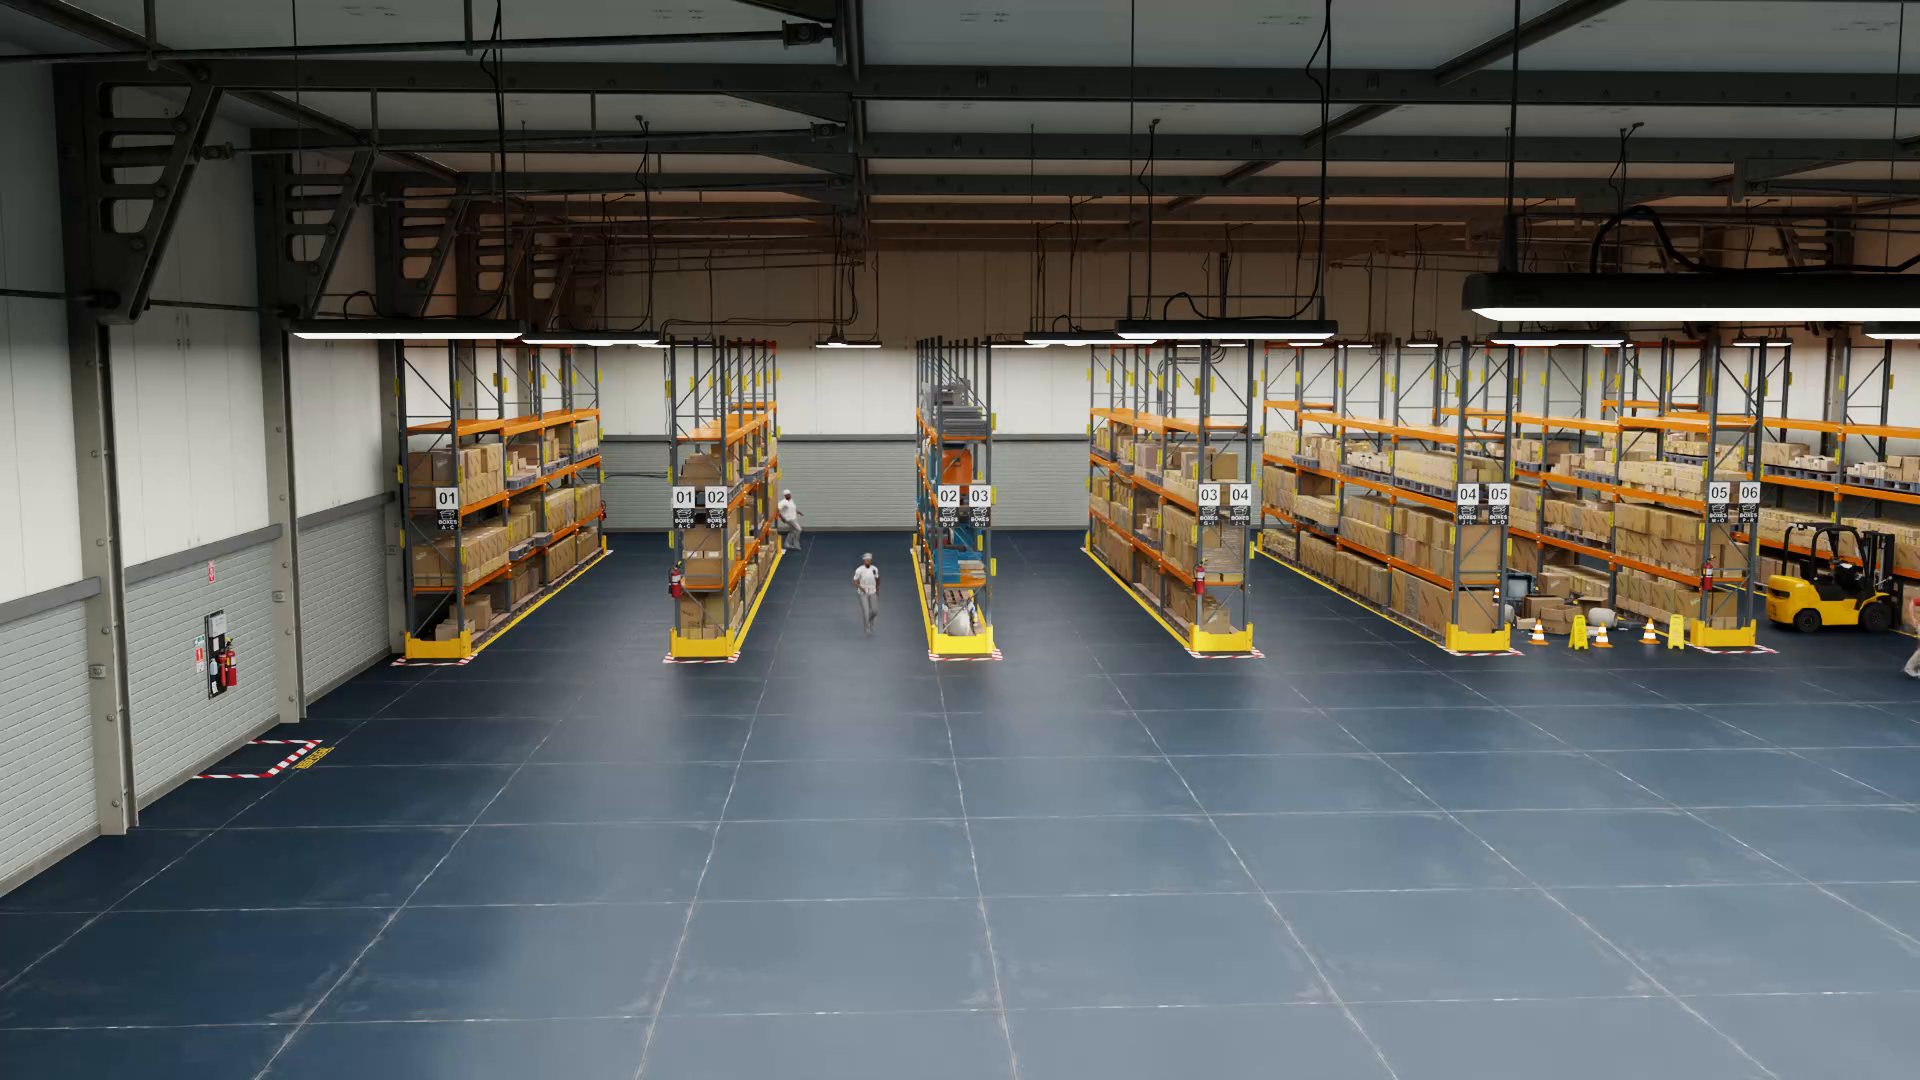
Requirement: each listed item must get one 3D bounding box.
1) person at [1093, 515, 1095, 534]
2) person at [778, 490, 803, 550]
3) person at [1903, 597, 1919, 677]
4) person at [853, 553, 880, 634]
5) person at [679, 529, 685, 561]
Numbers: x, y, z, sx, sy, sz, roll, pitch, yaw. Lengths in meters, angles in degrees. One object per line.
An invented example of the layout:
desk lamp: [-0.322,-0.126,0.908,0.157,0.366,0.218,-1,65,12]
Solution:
person: [4.150,-0.684,48.891,0.737,1.846,0.766,-2,7,-18]
person: [-4.873,-0.575,48.067,0.643,1.772,0.753,2,7,16]
person: [16.808,1.624,28.822,0.646,1.706,0.941,-3,7,-22]
person: [-1.868,1.083,33.636,0.577,1.661,0.546,-2,7,-16]
person: [-6.922,0.131,42.473,0.603,1.625,0.965,0,6,0]
